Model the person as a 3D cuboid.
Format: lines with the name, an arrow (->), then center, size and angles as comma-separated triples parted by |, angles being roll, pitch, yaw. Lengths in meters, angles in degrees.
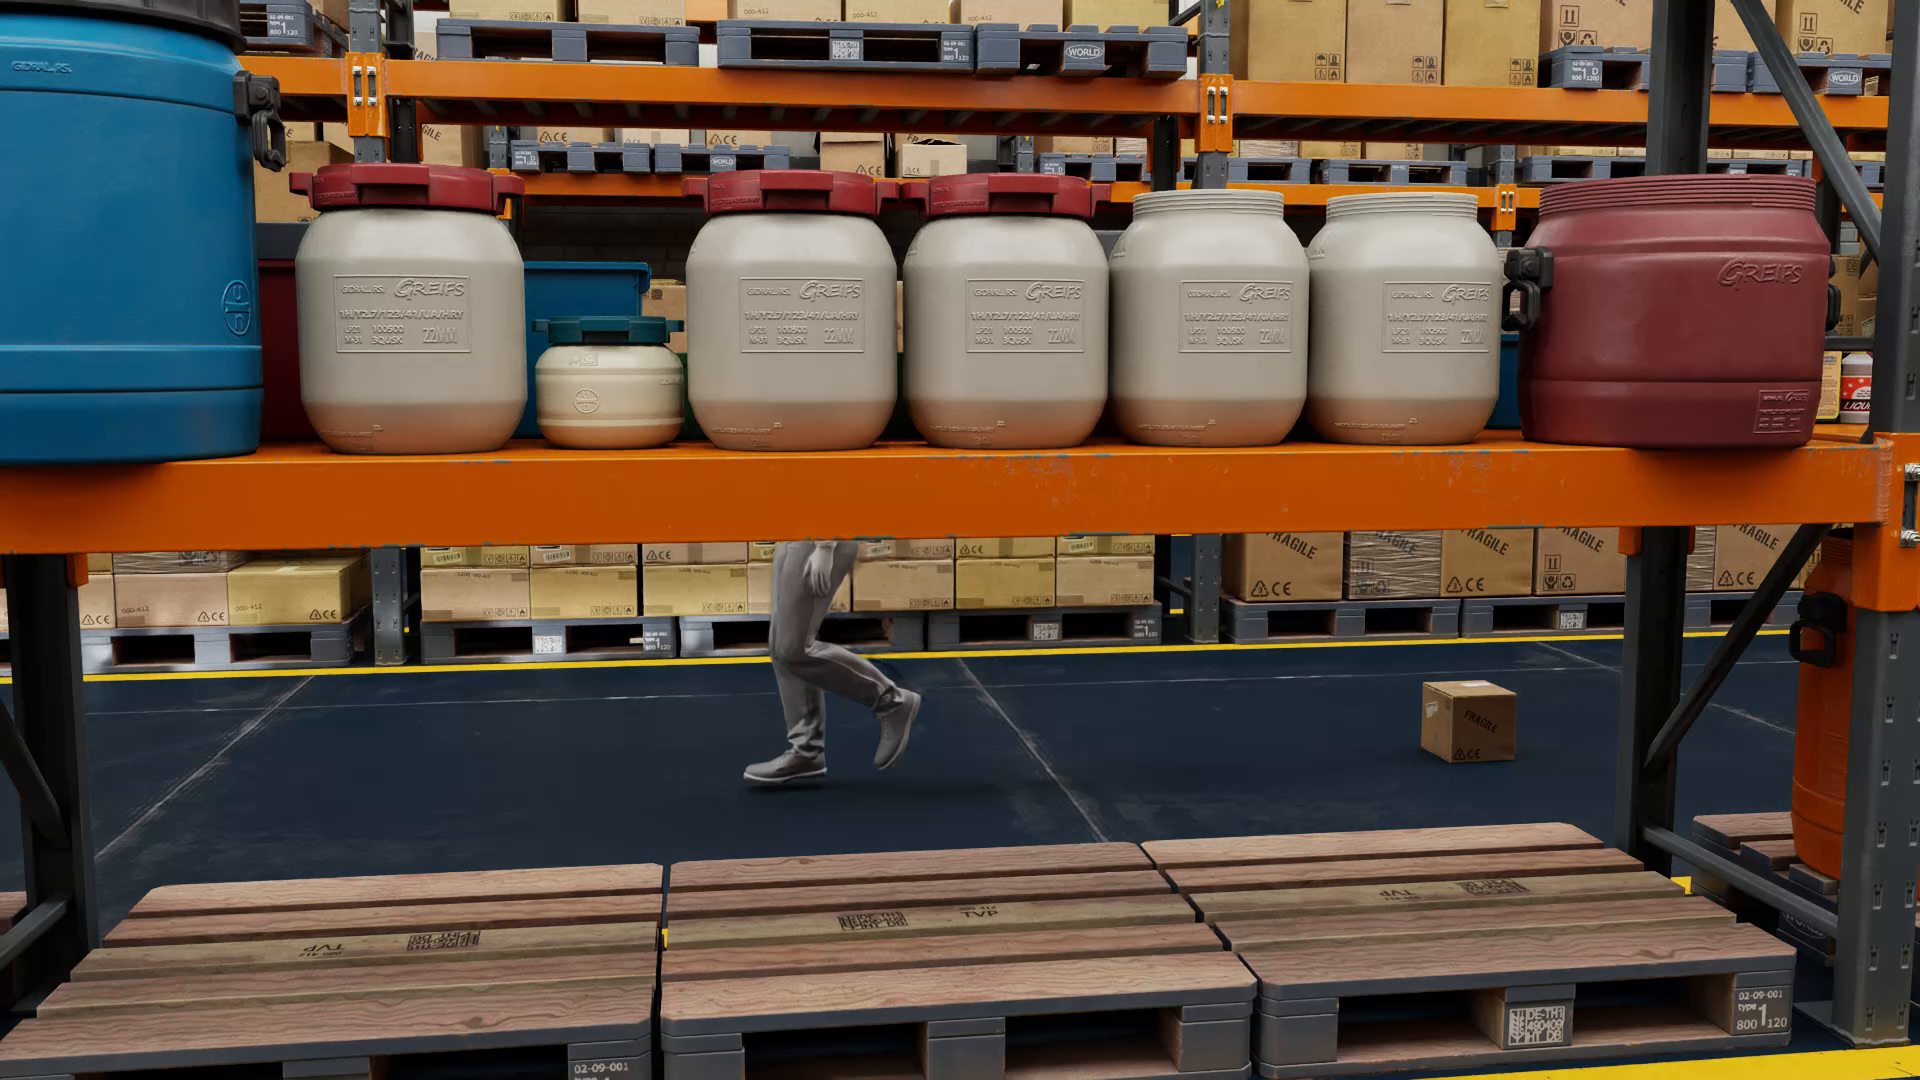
person -> -0.443, -0.012, 5.602 | 0.585, 1.677, 0.493 | -2, 7, -15
